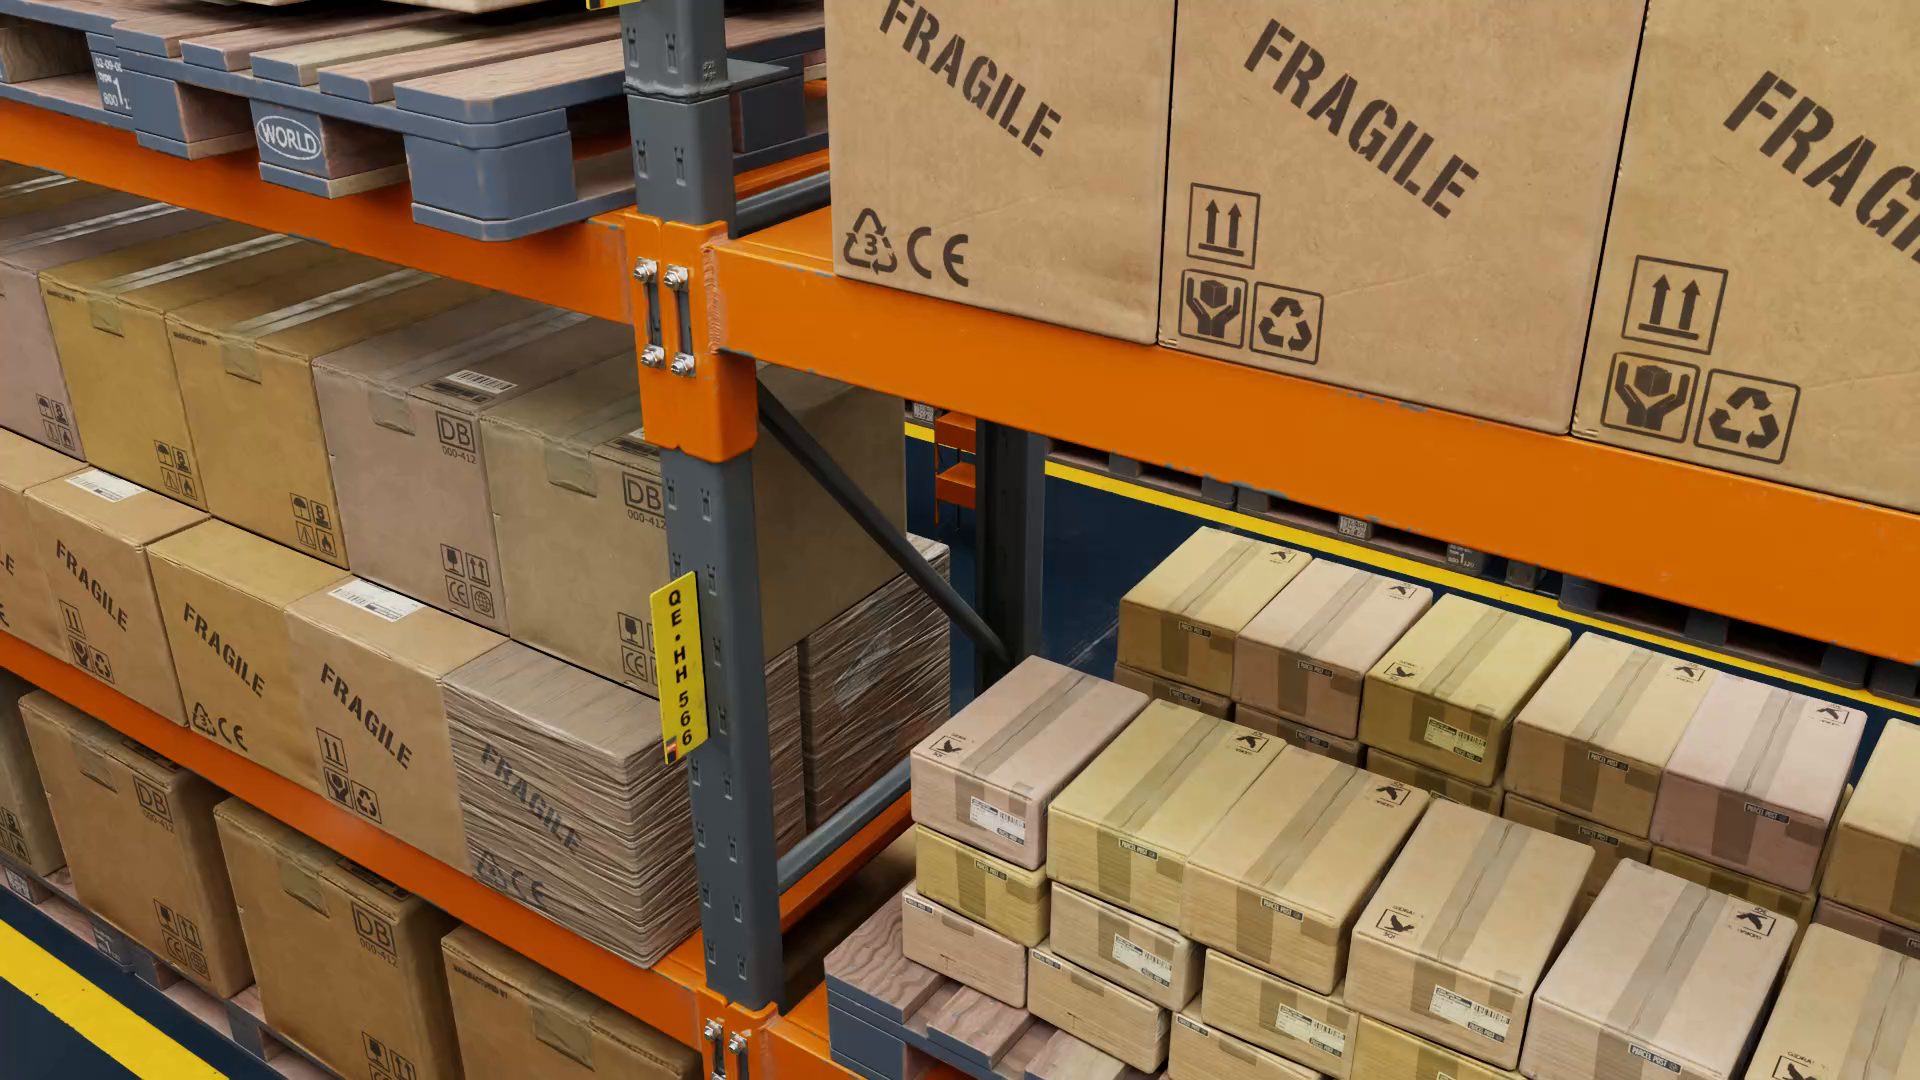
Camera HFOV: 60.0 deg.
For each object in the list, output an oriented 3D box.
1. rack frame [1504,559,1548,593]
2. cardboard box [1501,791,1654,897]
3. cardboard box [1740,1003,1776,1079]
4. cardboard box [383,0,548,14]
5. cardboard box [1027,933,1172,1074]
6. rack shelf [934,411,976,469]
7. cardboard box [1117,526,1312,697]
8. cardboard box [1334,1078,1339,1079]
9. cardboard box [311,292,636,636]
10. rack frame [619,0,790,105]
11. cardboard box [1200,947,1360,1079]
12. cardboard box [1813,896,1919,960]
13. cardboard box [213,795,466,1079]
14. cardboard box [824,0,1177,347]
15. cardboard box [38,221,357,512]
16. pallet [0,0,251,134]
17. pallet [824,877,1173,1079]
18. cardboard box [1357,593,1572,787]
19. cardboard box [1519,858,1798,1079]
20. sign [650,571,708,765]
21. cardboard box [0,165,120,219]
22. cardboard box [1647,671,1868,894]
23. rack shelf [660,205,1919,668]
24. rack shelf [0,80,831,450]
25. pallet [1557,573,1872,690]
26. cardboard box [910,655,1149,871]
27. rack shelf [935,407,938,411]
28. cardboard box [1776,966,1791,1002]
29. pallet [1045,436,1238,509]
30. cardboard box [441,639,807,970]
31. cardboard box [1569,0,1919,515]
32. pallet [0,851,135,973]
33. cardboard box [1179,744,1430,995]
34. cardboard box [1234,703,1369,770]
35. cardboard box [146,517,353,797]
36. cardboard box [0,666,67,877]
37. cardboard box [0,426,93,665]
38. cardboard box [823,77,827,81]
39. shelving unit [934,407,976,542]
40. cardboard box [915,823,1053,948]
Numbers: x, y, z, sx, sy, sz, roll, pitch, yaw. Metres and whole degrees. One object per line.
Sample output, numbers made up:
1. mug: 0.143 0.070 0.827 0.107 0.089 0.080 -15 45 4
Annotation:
1. rack frame: 2.741 -1.307 7.010 0.127 3.000 1.000 17 32 30
2. cardboard box: 1.160 0.469 3.006 0.250 0.149 0.380 17 32 30
3. cardboard box: 0.994 0.778 2.400 0.250 0.149 0.380 17 32 30
4. cardboard box: -0.769 -1.014 2.813 0.250 0.166 0.380 17 32 30
5. cardboard box: 0.325 0.706 2.870 0.250 0.149 0.380 19 33 33
6. rack shelf: 0.044 -0.445 7.490 0.240 0.259 0.215 17 32 30
7. cardboard box: 0.513 0.136 3.334 0.250 0.149 0.380 16 31 28
8. cardboard box: 0.771 0.844 2.599 0.250 0.149 0.380 19 33 33
9. cardboard box: -0.933 -0.217 3.656 0.500 0.500 0.700 17 31 30
10. rack frame: -0.150 -2.152 2.057 0.127 3.000 1.000 17 32 30
11. cardboard box: 0.581 0.649 2.653 0.250 0.149 0.380 16 31 29
12. cardboard box: 1.579 0.601 2.748 0.250 0.149 0.380 18 32 32
13. cardboard box: -1.324 0.924 4.645 0.750 0.750 1.050 18 32 31
14. cardboard box: 0.170 -0.614 2.231 0.500 0.500 0.500 17 32 30
15. cardboard box: -1.778 -0.479 4.171 0.500 0.500 0.700 17 32 30
16. pallet: -1.635 -1.163 3.628 1.213 0.211 1.003 19 33 33
17. pallet: 0.497 0.750 3.180 1.003 0.211 1.213 17 32 30
18. cardboard box: 0.935 0.268 3.073 0.250 0.149 0.380 18 32 32
19. cardboard box: 0.986 0.642 2.339 0.250 0.149 0.380 19 33 33
20. sign: -0.462 0.214 2.746 0.005 0.325 0.100 17 32 30
21. cardboard box: -2.610 -0.739 4.682 0.500 0.500 0.700 17 31 29
22. cardboard box: 1.352 0.400 2.815 0.250 0.149 0.380 17 32 30
23. rack shelf: 1.498 0.019 1.891 4.000 0.370 1.077 17 32 30
24. rack shelf: -1.799 -1.008 3.910 4.000 0.370 1.077 17 32 30
25. pallet: 3.348 0.167 7.190 1.213 0.211 1.003 17 32 30
26. cardboard box: 0.124 0.374 2.867 0.250 0.149 0.380 17 32 30
27. rack shelf: 0.044 -0.698 7.361 0.240 0.259 0.215 17 32 30
28. cardboard box: 1.358 0.666 2.949 0.250 0.149 0.380 16 31 28
29. pallet: 1.096 -0.579 8.654 1.213 0.211 1.003 17 32 30
30. cardboard box: -0.674 0.462 3.425 0.500 0.500 0.500 17 32 30
31. cardboard box: 1.001 -0.361 1.735 0.500 0.500 0.500 17 32 30
32. pallet: -2.769 0.907 5.734 1.213 0.211 1.003 17 32 30
33. cardboard box: 0.543 0.505 2.608 0.250 0.149 0.380 17 32 30
34. cardboard box: 0.736 0.338 3.264 0.250 0.149 0.380 19 32 32
35. cardboard box: -1.496 0.205 3.930 0.500 0.500 0.500 17 31 29
36. cardboard box: -2.885 0.436 5.604 0.750 0.750 1.050 17 32 30
37. cardboard box: -2.339 -0.056 4.442 0.500 0.500 0.500 17 32 30
38. cardboard box: -0.892 -2.650 9.211 0.500 0.500 0.875 17 32 30
39. shelving unit: 0.044 -0.454 7.485 0.252 1.050 0.215 17 32 30
40. cardboard box: 0.134 0.513 2.921 0.250 0.149 0.380 19 33 33
